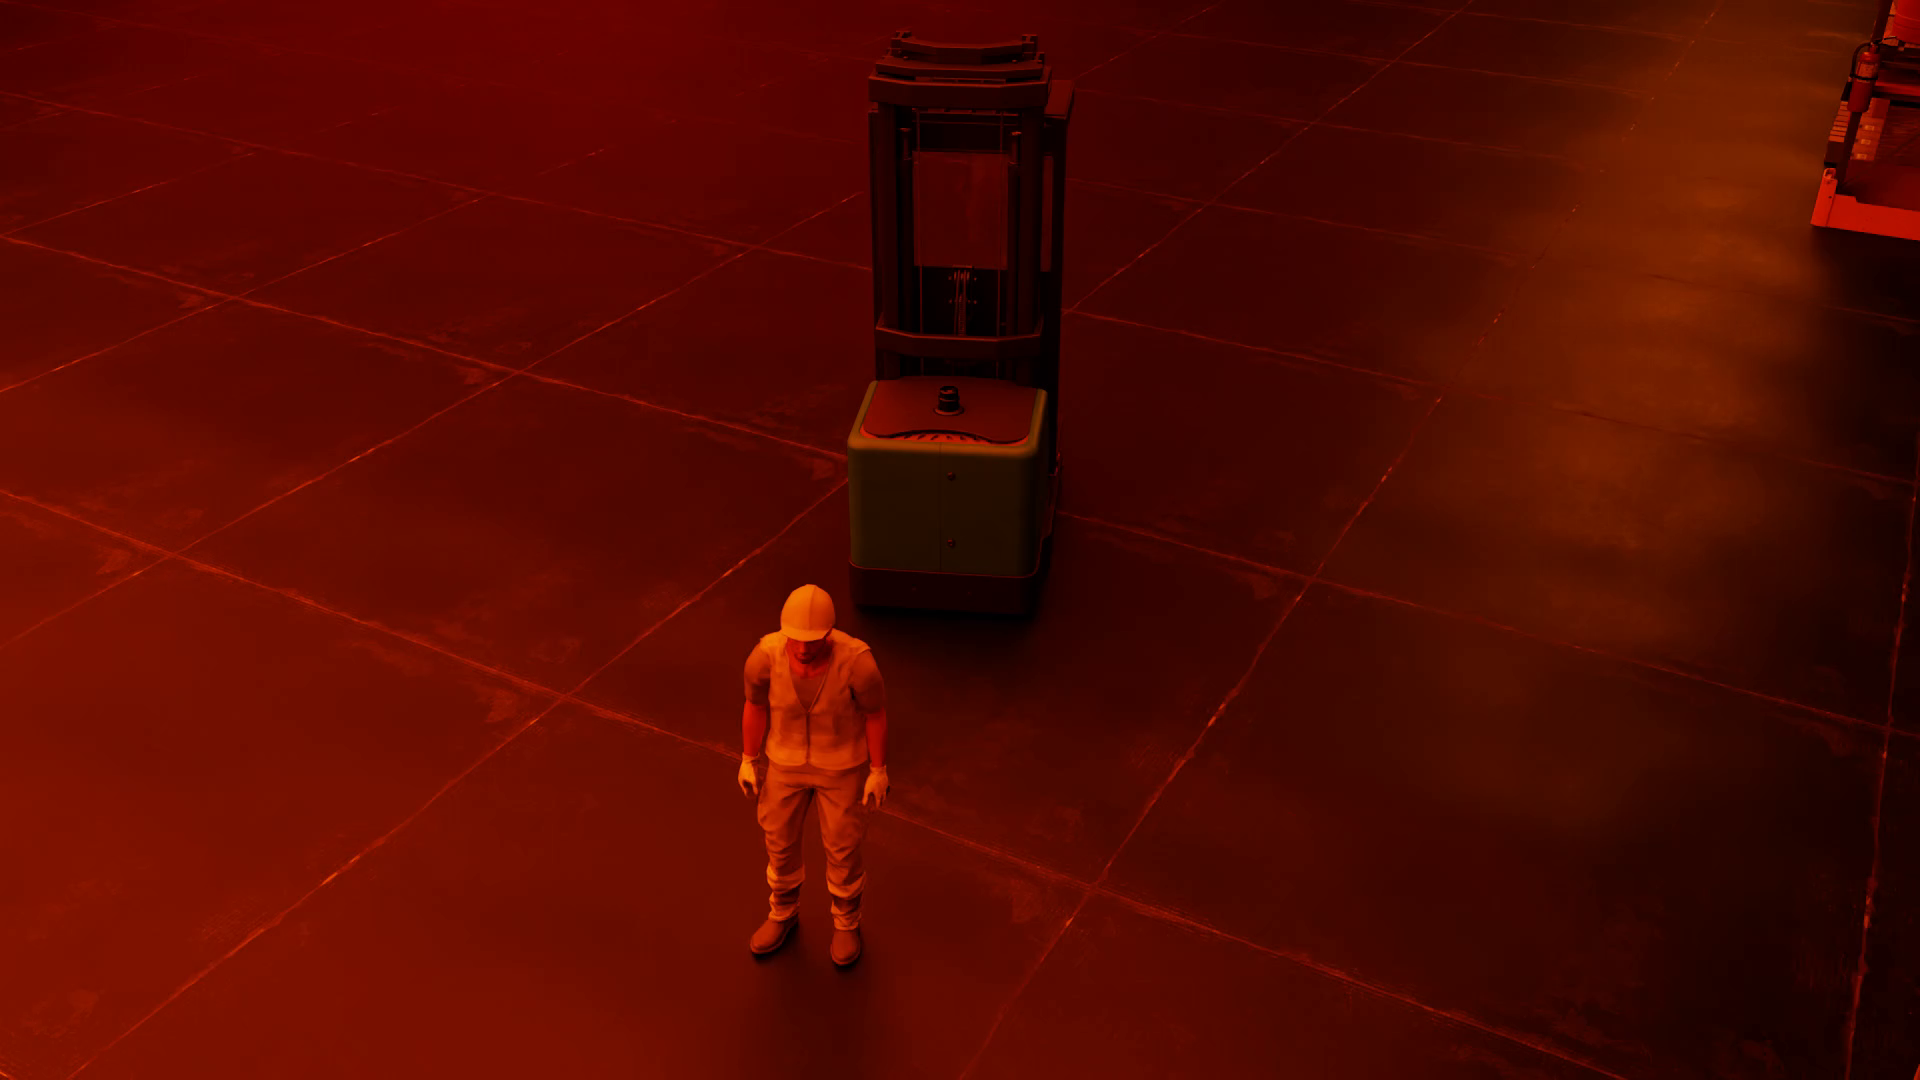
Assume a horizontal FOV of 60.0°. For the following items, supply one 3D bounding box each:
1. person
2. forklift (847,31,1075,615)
[{"bbox_3d":[-0.581,0.921,6.631,0.617,1.778,0.453,4,30,7],"label":"person"},{"bbox_3d":[0.072,-1.572,9.794,1.130,2.935,3.031,3,30,6],"label":"forklift"}]
